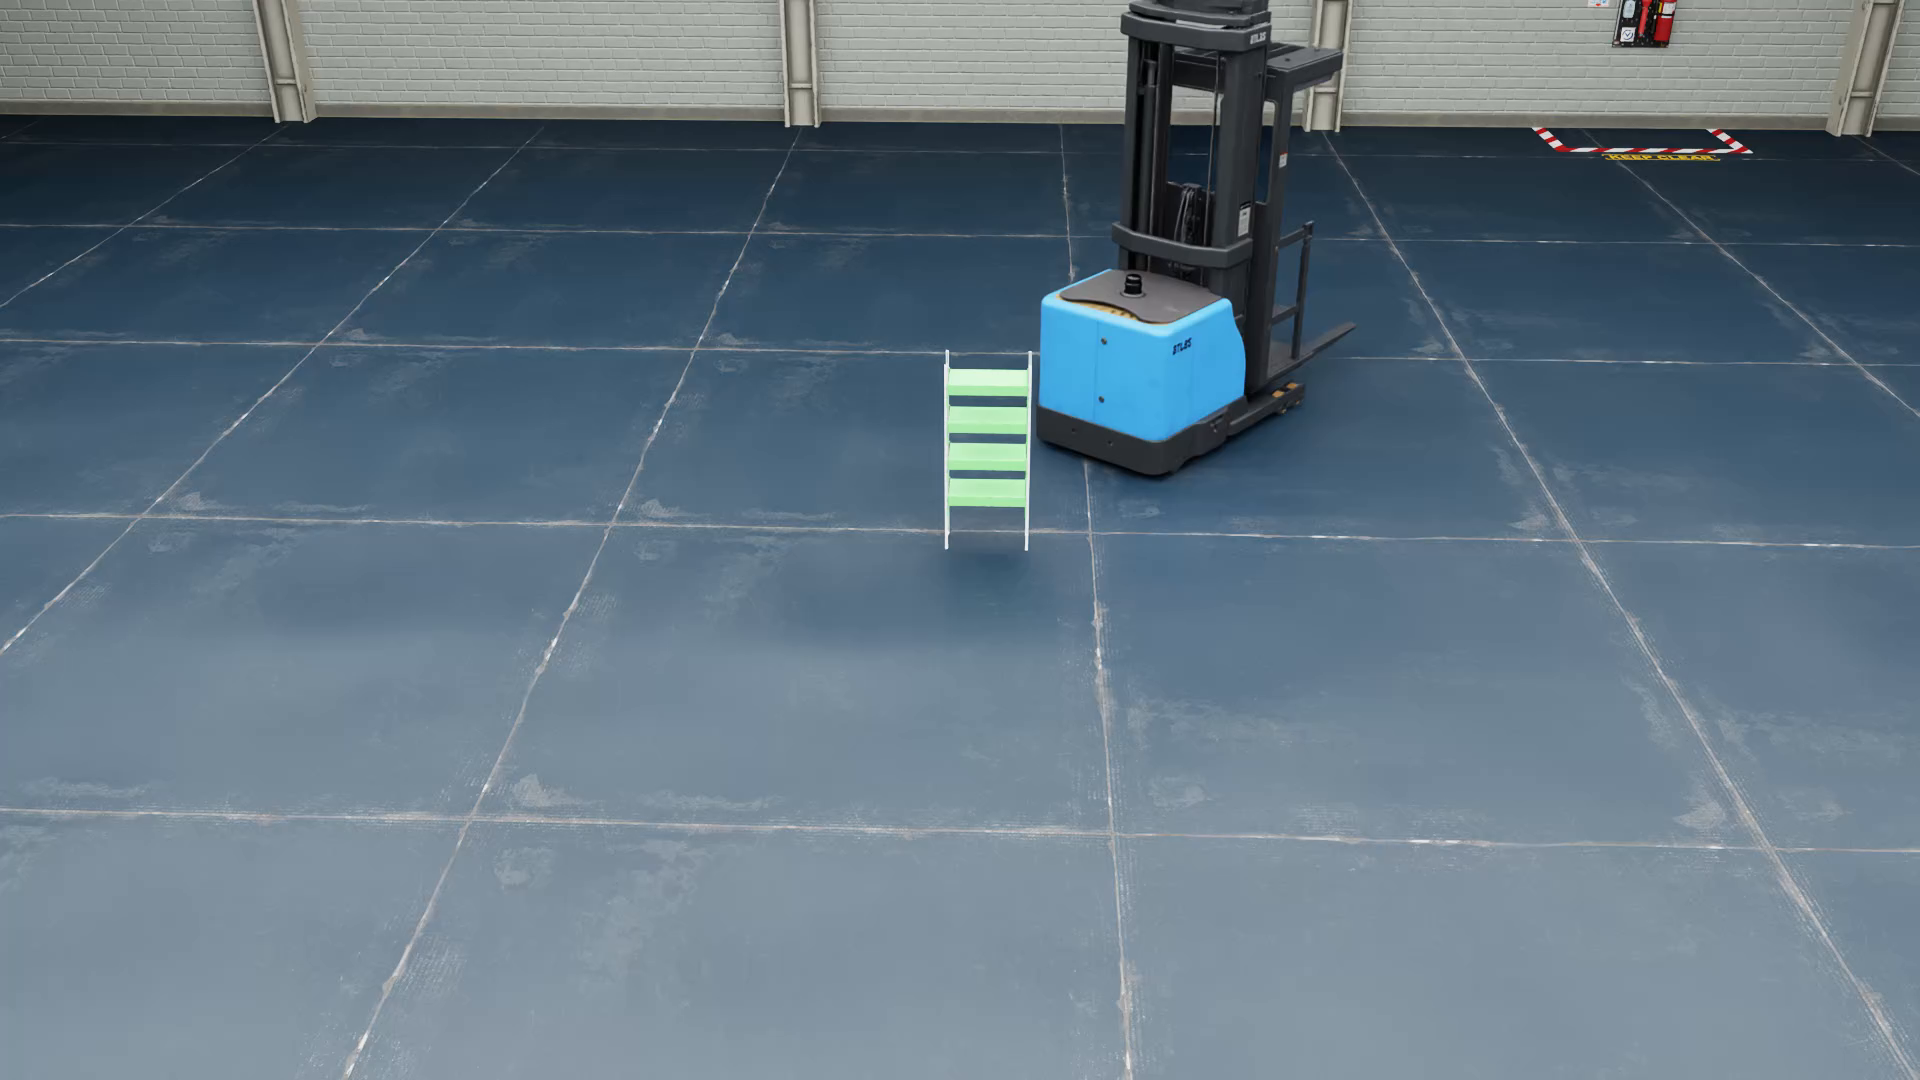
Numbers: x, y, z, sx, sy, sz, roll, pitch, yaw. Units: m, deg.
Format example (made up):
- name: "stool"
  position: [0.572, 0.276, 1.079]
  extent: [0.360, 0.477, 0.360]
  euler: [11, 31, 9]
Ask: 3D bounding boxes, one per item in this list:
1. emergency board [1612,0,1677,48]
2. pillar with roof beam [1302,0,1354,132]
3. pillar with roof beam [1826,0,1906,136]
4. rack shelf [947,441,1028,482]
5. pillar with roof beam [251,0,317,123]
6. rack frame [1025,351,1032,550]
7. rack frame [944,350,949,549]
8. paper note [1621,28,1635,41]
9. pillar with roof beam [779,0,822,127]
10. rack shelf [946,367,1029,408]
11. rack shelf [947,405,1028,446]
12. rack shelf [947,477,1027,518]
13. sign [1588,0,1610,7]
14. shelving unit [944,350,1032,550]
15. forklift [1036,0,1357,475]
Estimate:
- name: "emergency board"
  position: [7.697, -6.047, 18.455]
  extent: [0.643, 1.169, 0.194]
  euler: [1, 28, 2]
- name: "pillar with roof beam"
  position: [4.017, -6.723, 13.325]
  extent: [0.400, 9.000, 9.100]
  euler: [1, 28, 2]
- name: "pillar with roof beam"
  position: [10.013, -6.624, 13.138]
  extent: [0.400, 9.000, 9.100]
  euler: [1, 28, 2]
- name: "rack shelf"
  position: [0.165, -0.471, 9.994]
  extent: [0.480, 0.148, 0.258]
  euler: [1, 28, 2]
- name: "pillar with roof beam"
  position: [-7.976, -6.921, 13.699]
  extent: [0.400, 9.000, 9.100]
  euler: [1, 28, 2]
- name: "rack frame"
  position: [0.409, -0.523, 9.956]
  extent: [0.015, 1.200, 0.240]
  euler: [1, 28, 2]
- name: "rack frame"
  position: [-0.078, -0.531, 9.971]
  extent: [0.015, 1.200, 0.240]
  euler: [1, 28, 2]
- name: "paper note"
  position: [7.522, -5.693, 18.727]
  extent: [0.142, 0.148, 0.016]
  euler: [1, 28, 2]
- name: "pillar with roof beam"
  position: [-1.980, -6.822, 13.512]
  extent: [0.400, 9.000, 9.100]
  euler: [1, 28, 2]
- name: "rack shelf"
  position: [0.165, -0.895, 9.769]
  extent: [0.480, 0.148, 0.258]
  euler: [1, 28, 2]
- name: "rack shelf"
  position: [0.165, -0.683, 9.881]
  extent: [0.480, 0.148, 0.258]
  euler: [1, 28, 2]
- name: "rack shelf"
  position: [0.165, -0.259, 10.106]
  extent: [0.480, 0.148, 0.258]
  euler: [1, 28, 2]
- name: "sign"
  position: [7.148, -6.120, 18.555]
  extent: [0.234, 0.329, 0.001]
  euler: [1, 28, 2]
- name: "shelving unit"
  position: [0.165, -0.527, 9.964]
  extent: [0.503, 1.200, 0.258]
  euler: [1, 28, 2]
- name: "forklift"
  position: [1.857, -2.336, 11.528]
  extent: [1.130, 2.935, 3.031]
  euler: [22, 35, 35]
